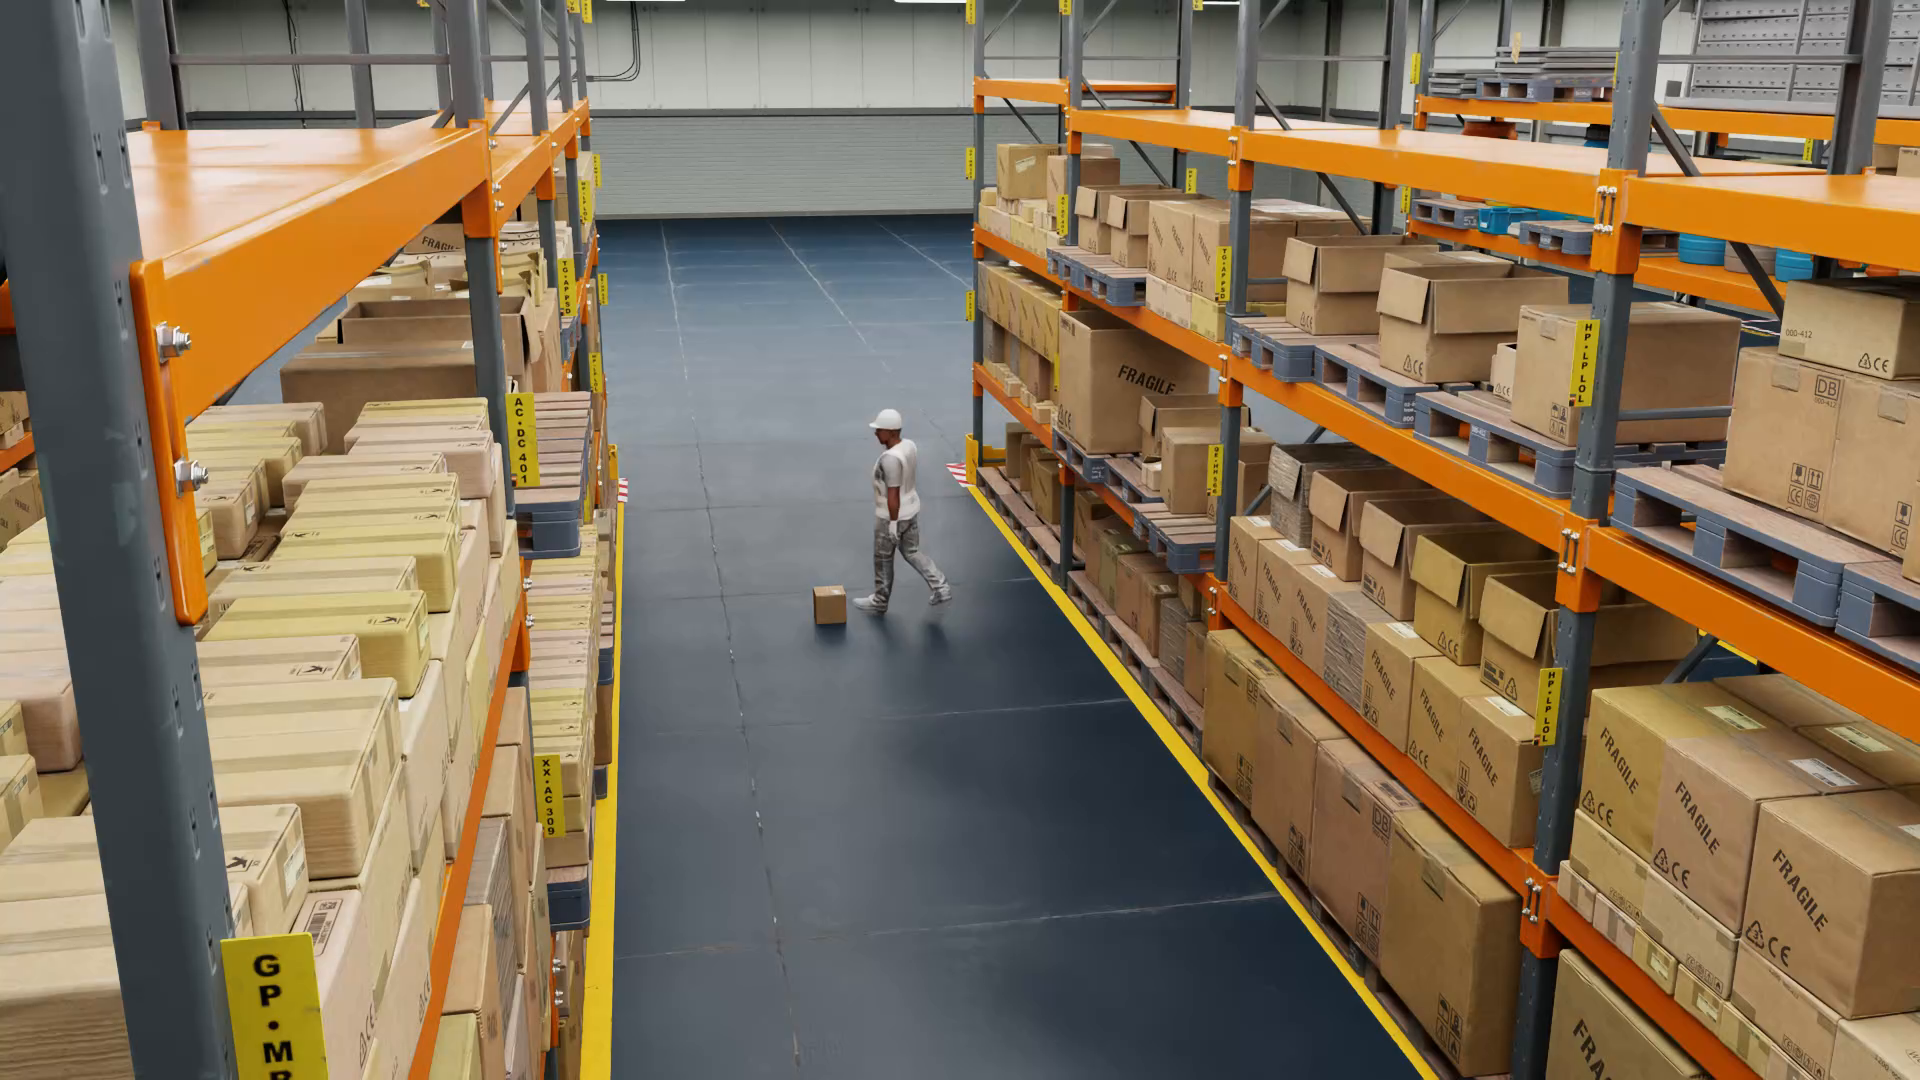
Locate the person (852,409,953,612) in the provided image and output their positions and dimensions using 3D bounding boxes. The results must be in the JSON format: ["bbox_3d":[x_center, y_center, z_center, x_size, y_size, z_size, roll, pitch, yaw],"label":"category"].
[{"bbox_3d":[-0.486,-0.223,13.780,0.898,1.770,0.647,6,17,19],"label":"person"}]
